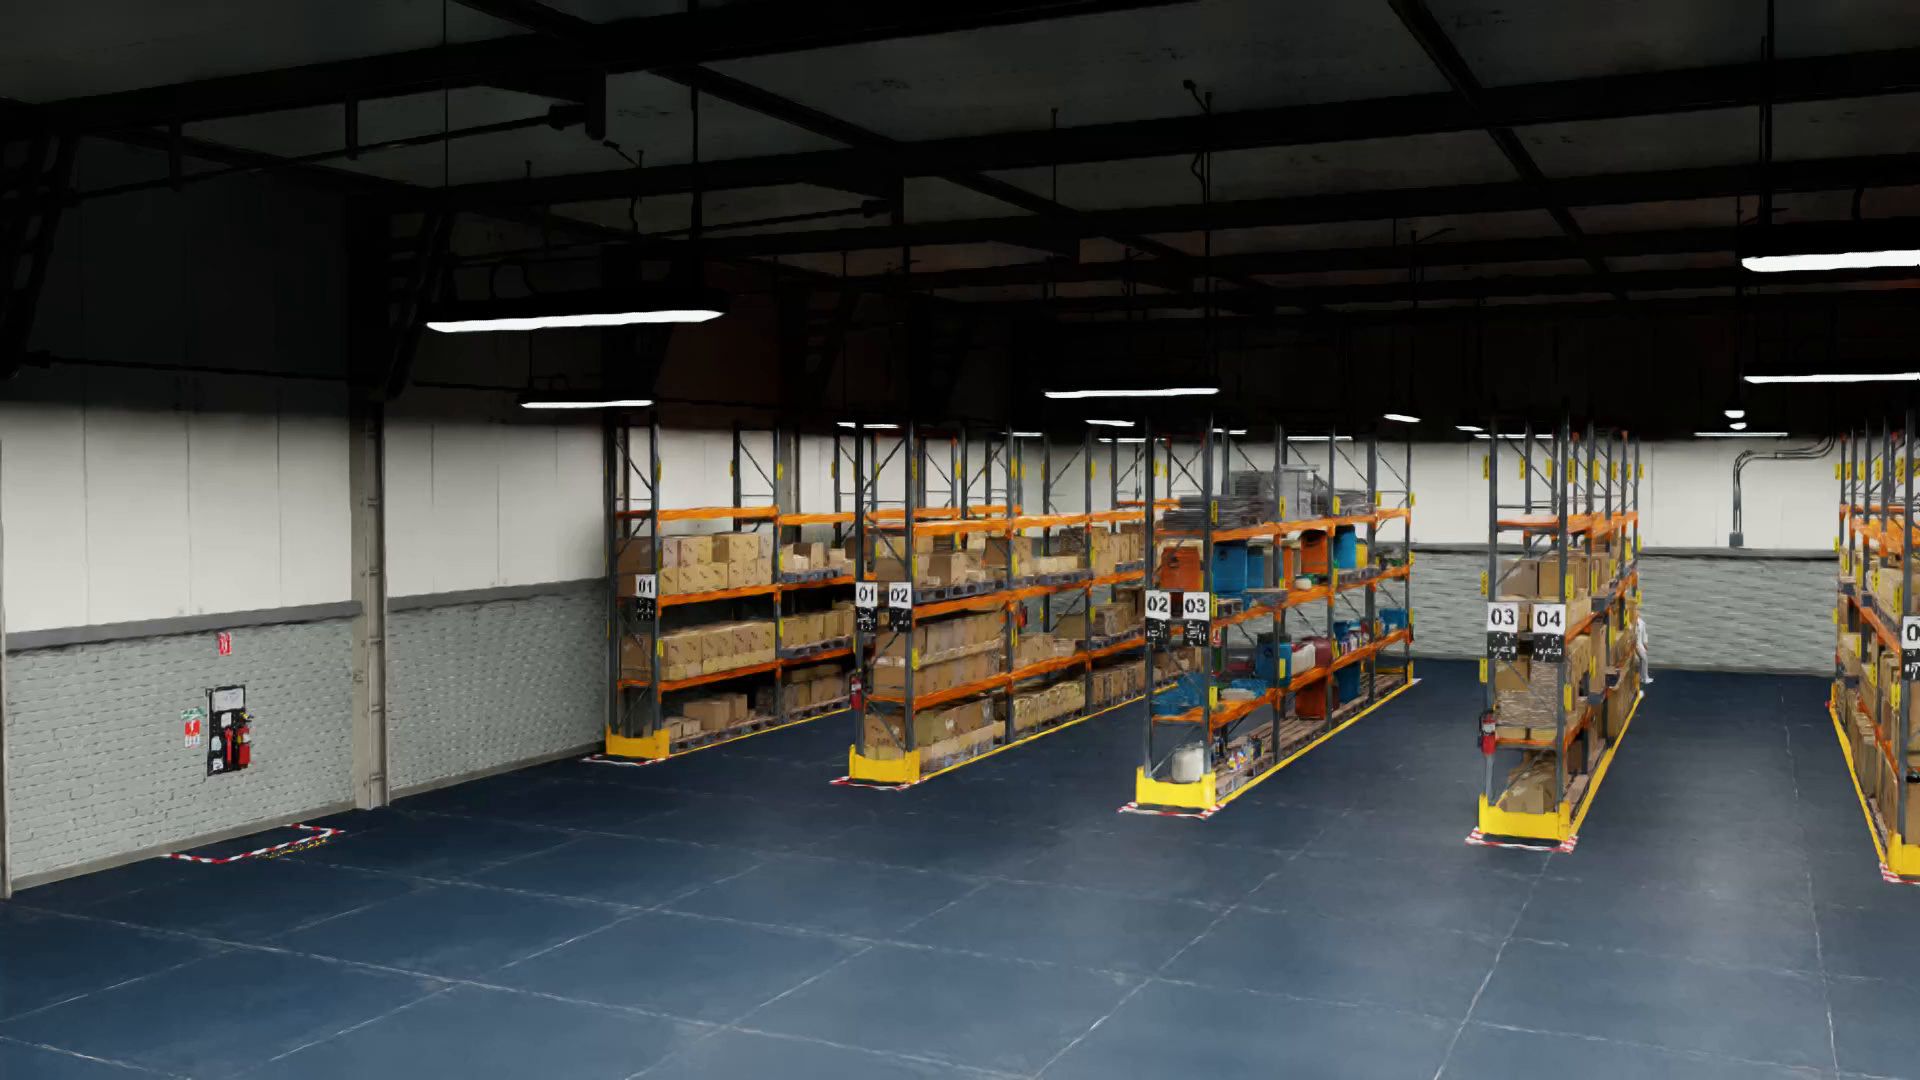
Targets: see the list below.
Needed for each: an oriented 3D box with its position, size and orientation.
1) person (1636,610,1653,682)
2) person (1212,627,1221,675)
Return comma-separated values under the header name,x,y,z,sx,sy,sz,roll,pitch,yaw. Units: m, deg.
name,x,y,z,sx,sy,sz,roll,pitch,yaw
person,15.875,2.487,39.202,0.711,1.726,0.833,0,2,5
person,6.046,2.453,38.498,0.442,1.754,0.606,0,2,-5
